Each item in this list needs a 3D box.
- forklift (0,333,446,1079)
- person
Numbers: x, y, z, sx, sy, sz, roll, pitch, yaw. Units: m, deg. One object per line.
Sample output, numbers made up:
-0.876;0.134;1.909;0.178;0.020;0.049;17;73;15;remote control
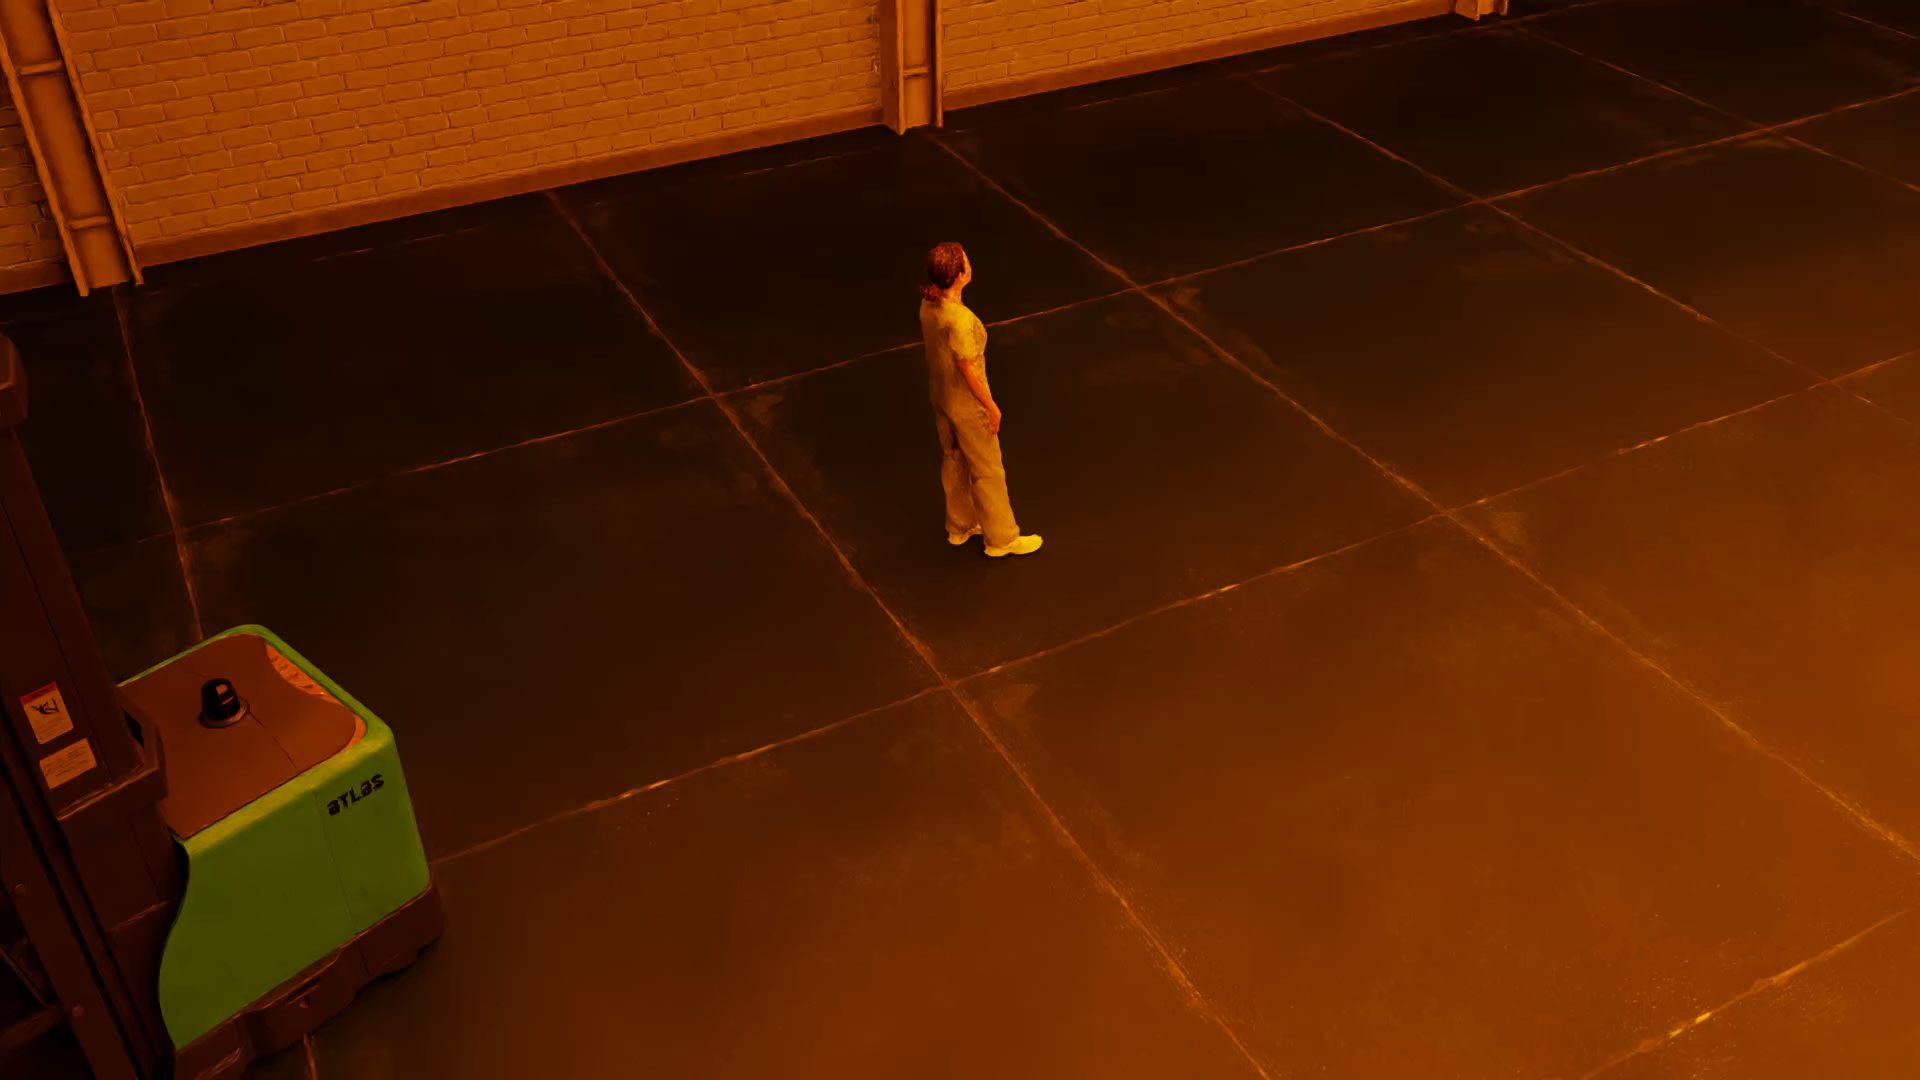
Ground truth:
-3.350;0.795;4.998;1.130;2.935;3.031;27;44;33;forklift
0.072;-0.703;8.193;0.548;1.674;0.550;-17;39;-23;person
